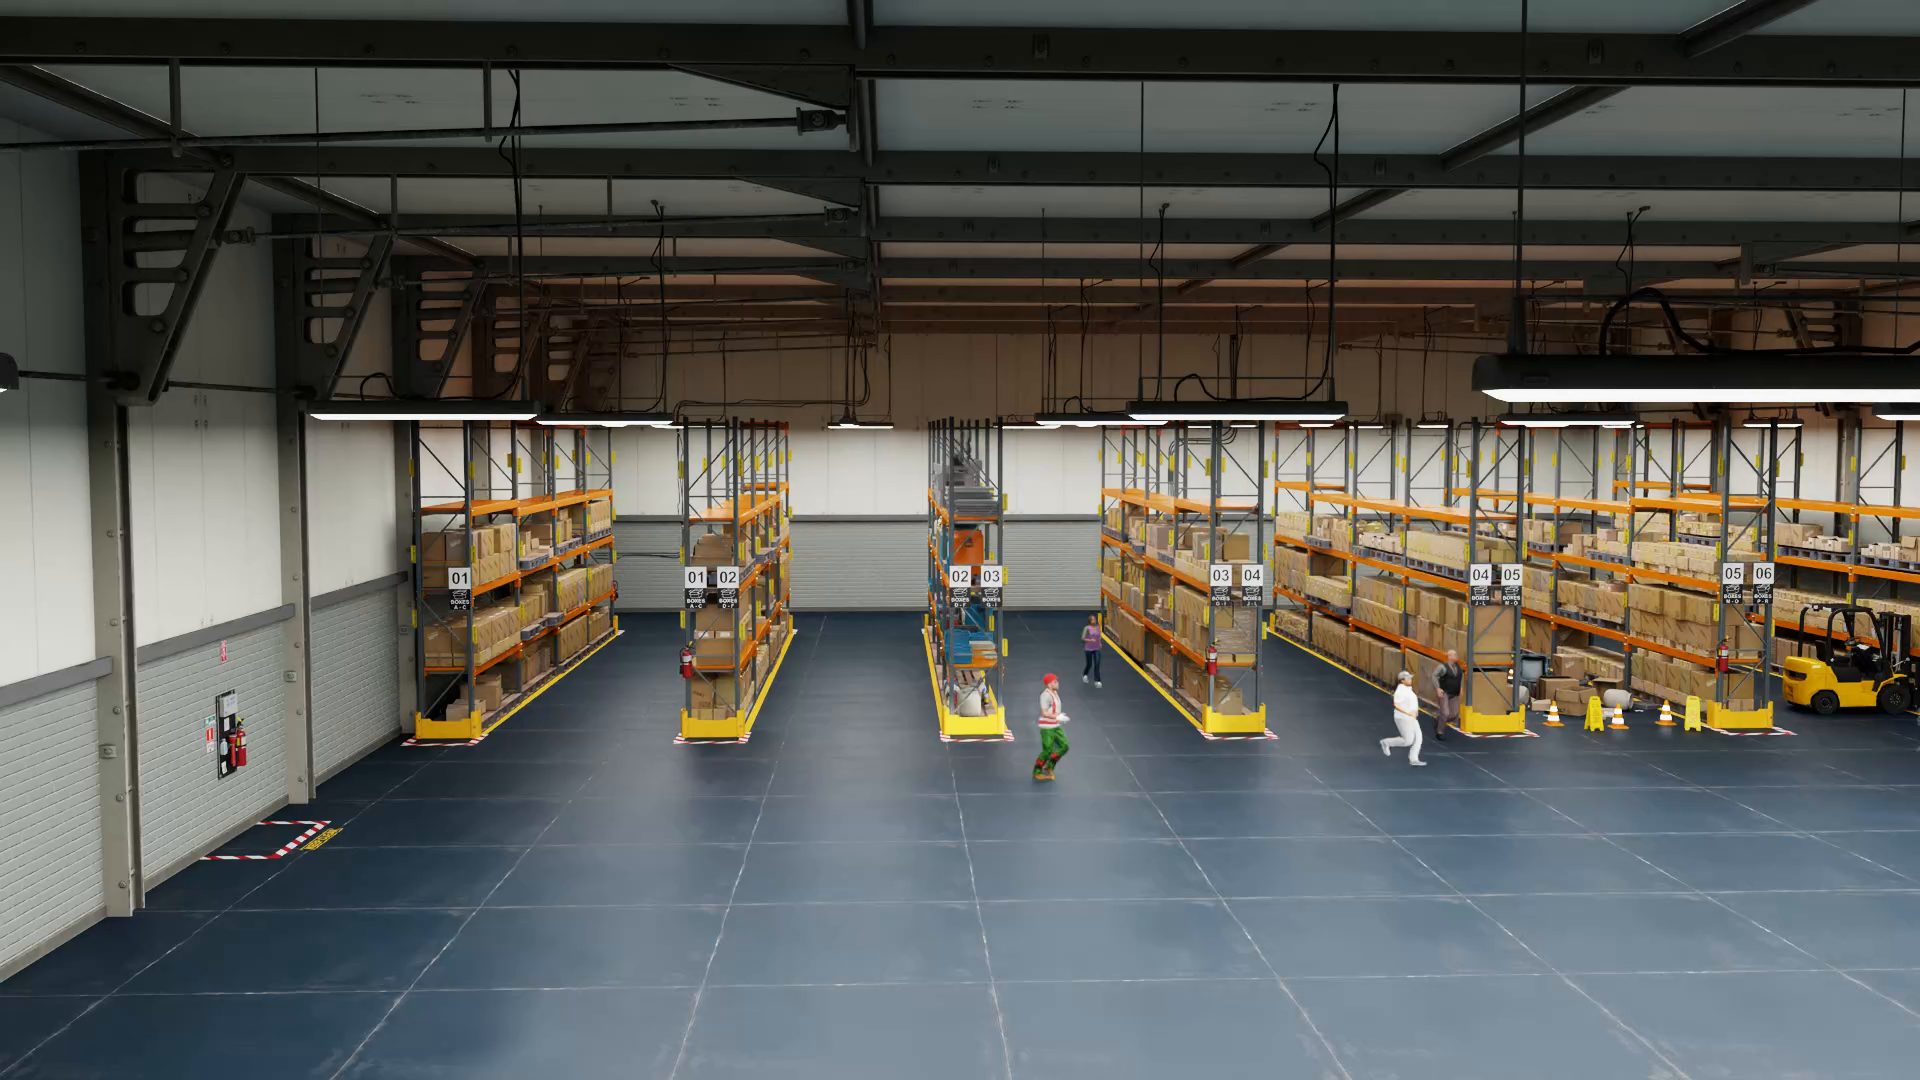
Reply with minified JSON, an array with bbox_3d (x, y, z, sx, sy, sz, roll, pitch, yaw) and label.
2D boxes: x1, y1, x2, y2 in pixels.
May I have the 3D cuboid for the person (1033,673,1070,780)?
[{"bbox_3d":[1.524,3.067,27.190,0.676,1.785,0.686,2,4,26],"label":"person"}]

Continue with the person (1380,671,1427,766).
[{"bbox_3d":[7.643,3.057,28.542,0.769,1.624,0.621,2,4,32],"label":"person"}]

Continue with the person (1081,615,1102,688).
[{"bbox_3d":[2.965,2.467,37.186,0.545,1.580,0.873,-1,4,-18],"label":"person"}]

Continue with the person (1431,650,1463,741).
[{"bbox_3d":[9.097,2.880,31.045,0.701,1.672,0.569,-1,4,-18],"label":"person"}]
